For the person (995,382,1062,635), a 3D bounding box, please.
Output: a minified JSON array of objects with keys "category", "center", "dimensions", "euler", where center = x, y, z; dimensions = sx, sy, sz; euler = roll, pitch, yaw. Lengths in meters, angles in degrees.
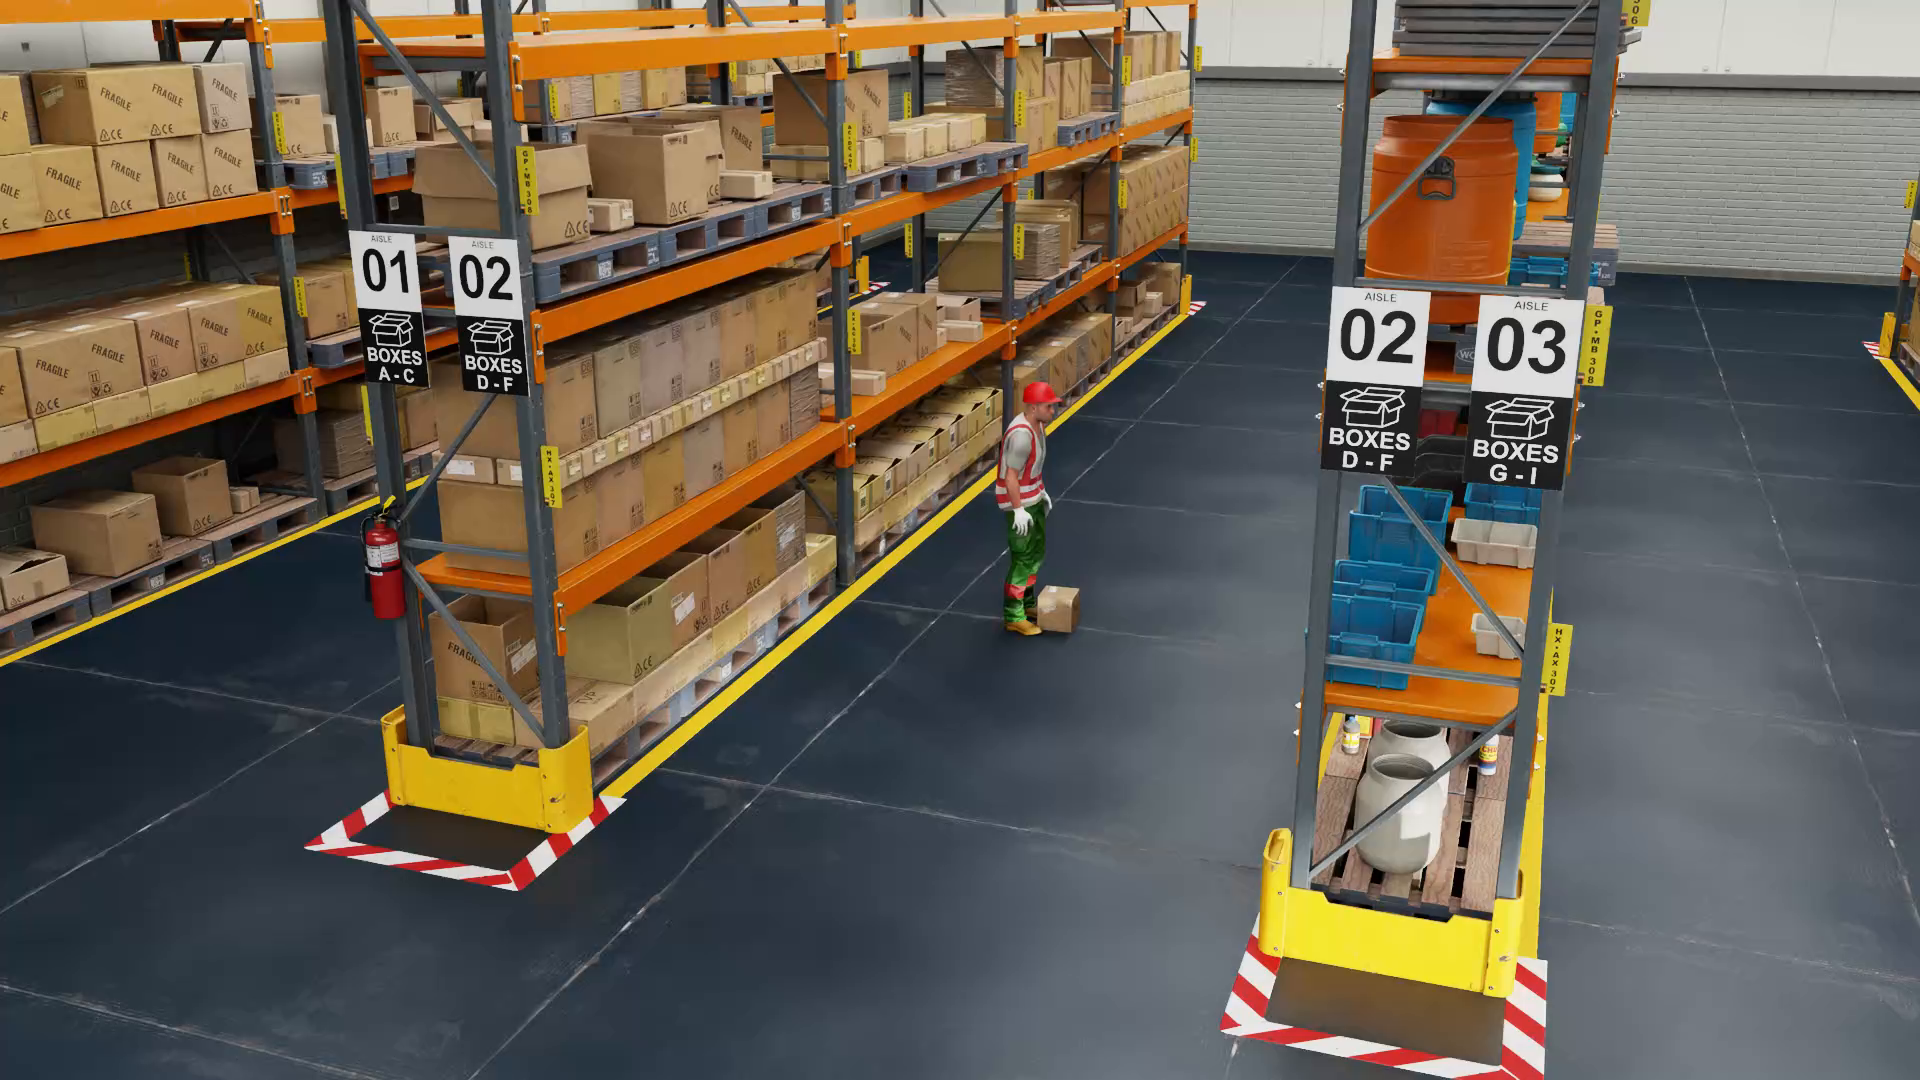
[{"category":"person","center":[0.487,-0.247,11.775],"dimensions":[0.448,1.780,0.610],"euler":[6,20,19]}]
